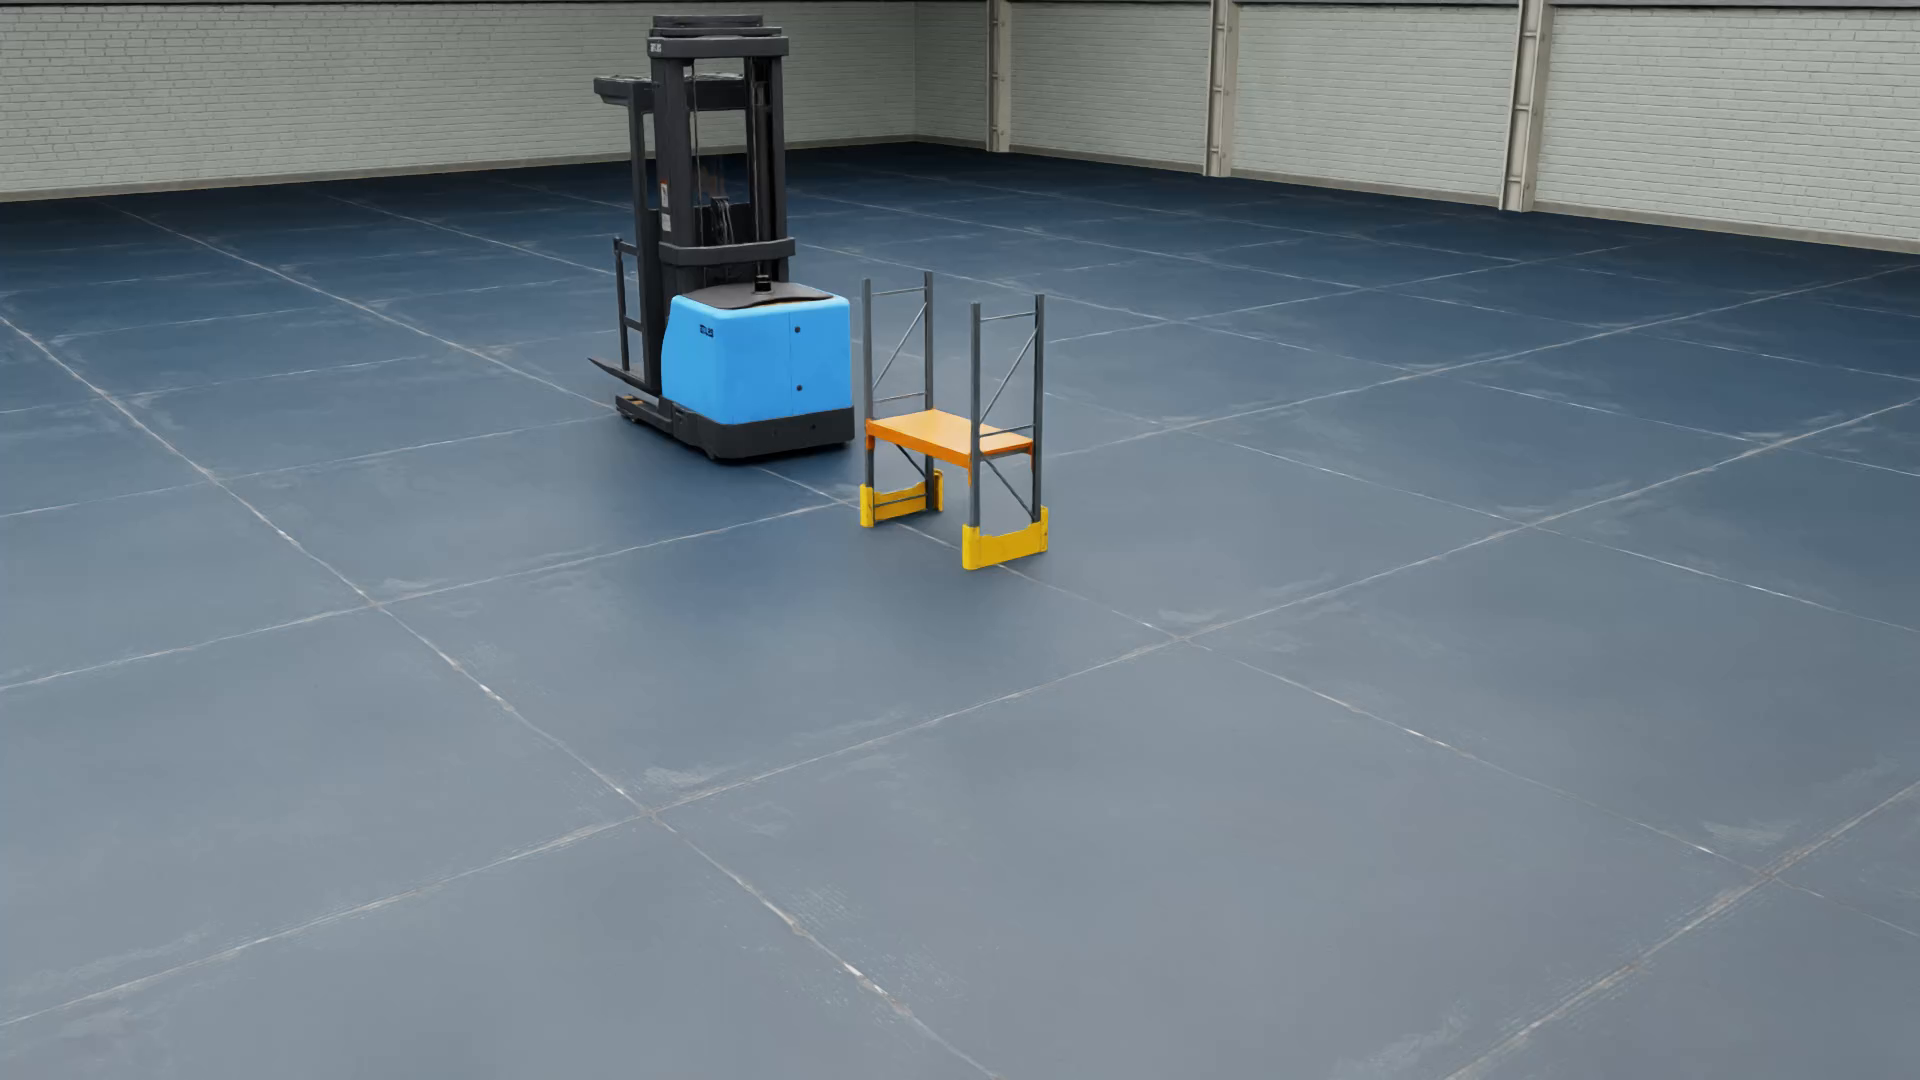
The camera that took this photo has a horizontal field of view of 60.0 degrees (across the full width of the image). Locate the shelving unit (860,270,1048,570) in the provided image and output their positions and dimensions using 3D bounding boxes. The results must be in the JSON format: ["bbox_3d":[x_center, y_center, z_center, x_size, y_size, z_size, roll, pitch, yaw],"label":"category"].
[{"bbox_3d":[-0.047,-0.731,9.683,0.587,1.500,1.083,-14,23,-36],"label":"shelving unit"}]

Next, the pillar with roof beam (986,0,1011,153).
[{"bbox_3d":[-2.604,-11.267,29.573,9.100,9.000,0.400,-14,23,-36],"label":"pillar with roof beam"}]

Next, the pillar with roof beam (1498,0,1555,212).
[{"bbox_3d":[4.846,-8.310,20.643,9.100,9.000,0.400,-14,23,-36],"label":"pillar with roof beam"}]

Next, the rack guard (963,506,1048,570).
[{"bbox_3d":[0.262,-0.015,9.509,0.587,0.250,0.087,-14,23,-36],"label":"rack guard"}]

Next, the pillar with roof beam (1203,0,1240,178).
[{"bbox_3d":[1.121,-9.788,25.108,9.100,9.000,0.400,-14,23,-36],"label":"pillar with roof beam"}]

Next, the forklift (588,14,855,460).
[{"bbox_3d":[-1.970,-2.350,12.297,1.130,2.935,3.031,-11,22,-31],"label":"forklift"}]

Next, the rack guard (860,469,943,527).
[{"bbox_3d":[-0.357,-0.260,10.251,0.587,0.250,0.087,-14,23,-36],"label":"rack guard"}]

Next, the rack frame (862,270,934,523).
[{"bbox_3d":[-0.369,-0.858,10.069,0.500,1.500,0.032,-14,23,-36],"label":"rack frame"}]

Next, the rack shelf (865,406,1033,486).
[{"bbox_3d":[-0.053,-0.562,9.747,0.538,0.185,1.000,-14,23,-36],"label":"rack shelf"}]

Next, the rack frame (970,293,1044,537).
[{"bbox_3d":[0.263,-0.608,9.312,0.500,1.500,0.032,-14,23,-36],"label":"rack frame"}]
